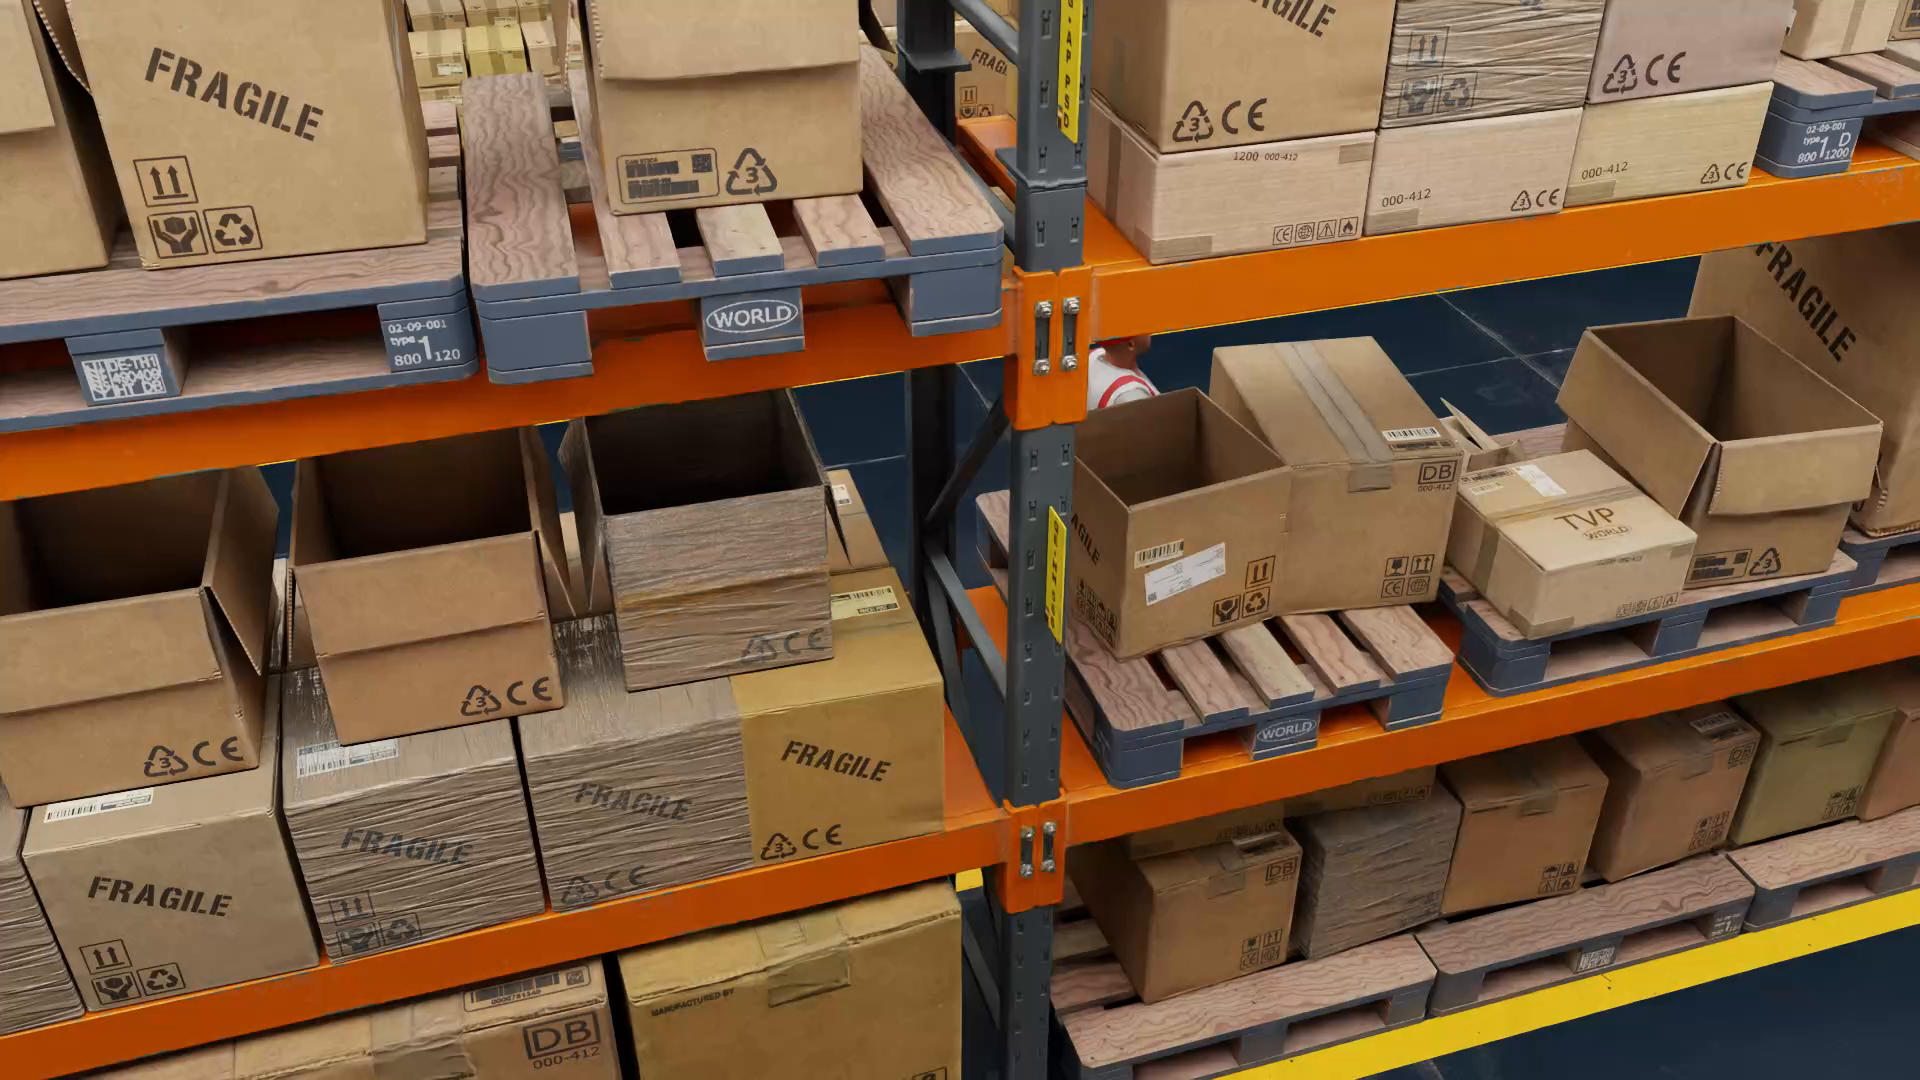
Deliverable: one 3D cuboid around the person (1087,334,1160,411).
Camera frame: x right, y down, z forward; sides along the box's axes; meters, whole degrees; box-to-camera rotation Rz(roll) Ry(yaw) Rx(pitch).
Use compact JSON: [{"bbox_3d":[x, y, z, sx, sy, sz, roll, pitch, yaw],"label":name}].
[{"bbox_3d":[0.725,-0.157,6.361,0.572,1.783,0.494,-10,35,-15],"label":"person"}]
